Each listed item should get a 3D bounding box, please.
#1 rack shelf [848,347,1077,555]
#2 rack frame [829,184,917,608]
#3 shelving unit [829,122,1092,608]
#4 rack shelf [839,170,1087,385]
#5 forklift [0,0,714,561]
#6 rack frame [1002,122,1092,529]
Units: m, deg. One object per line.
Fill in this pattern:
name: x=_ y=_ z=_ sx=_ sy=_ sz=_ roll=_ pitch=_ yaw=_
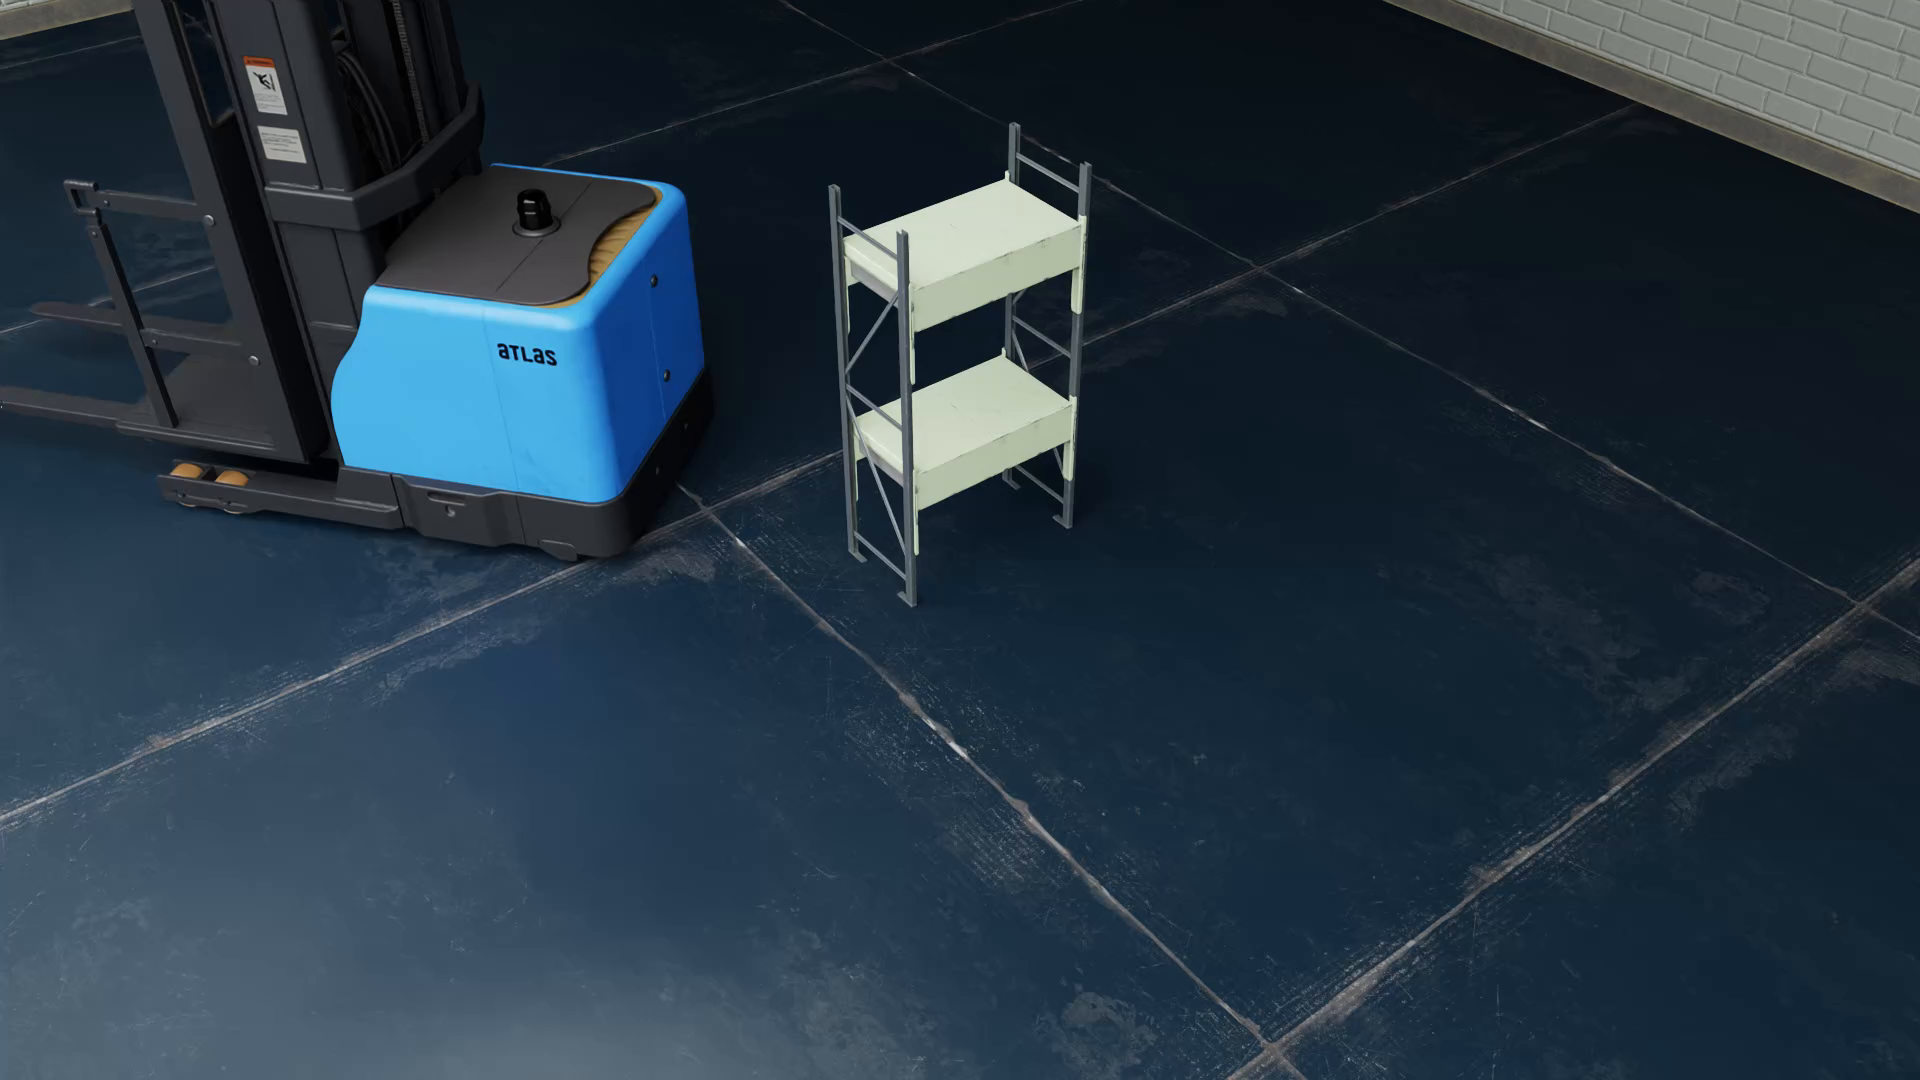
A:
rack shelf: x=0.005 y=-0.330 z=5.984 sx=0.720 sy=0.370 sz=0.431 roll=-26 pitch=46 yaw=-28
rack frame: x=-0.285 y=-0.441 z=5.605 sx=0.023 sy=1.500 sz=0.400 roll=-26 pitch=46 yaw=-28
shelving unit: x=0.005 y=-0.582 z=5.777 sx=0.755 sy=1.500 sz=0.431 roll=-26 pitch=46 yaw=-28
rack shelf: x=0.005 y=-0.884 z=5.530 sx=0.720 sy=0.370 sz=0.431 roll=-26 pitch=46 yaw=-28
forklift: x=-2.574 y=-1.548 z=5.826 sx=3.031 sy=2.935 sz=1.130 roll=9 pitch=40 yaw=10
rack frame: x=0.295 y=-0.724 z=5.950 sx=0.023 sy=1.500 sz=0.400 roll=-26 pitch=46 yaw=-28
